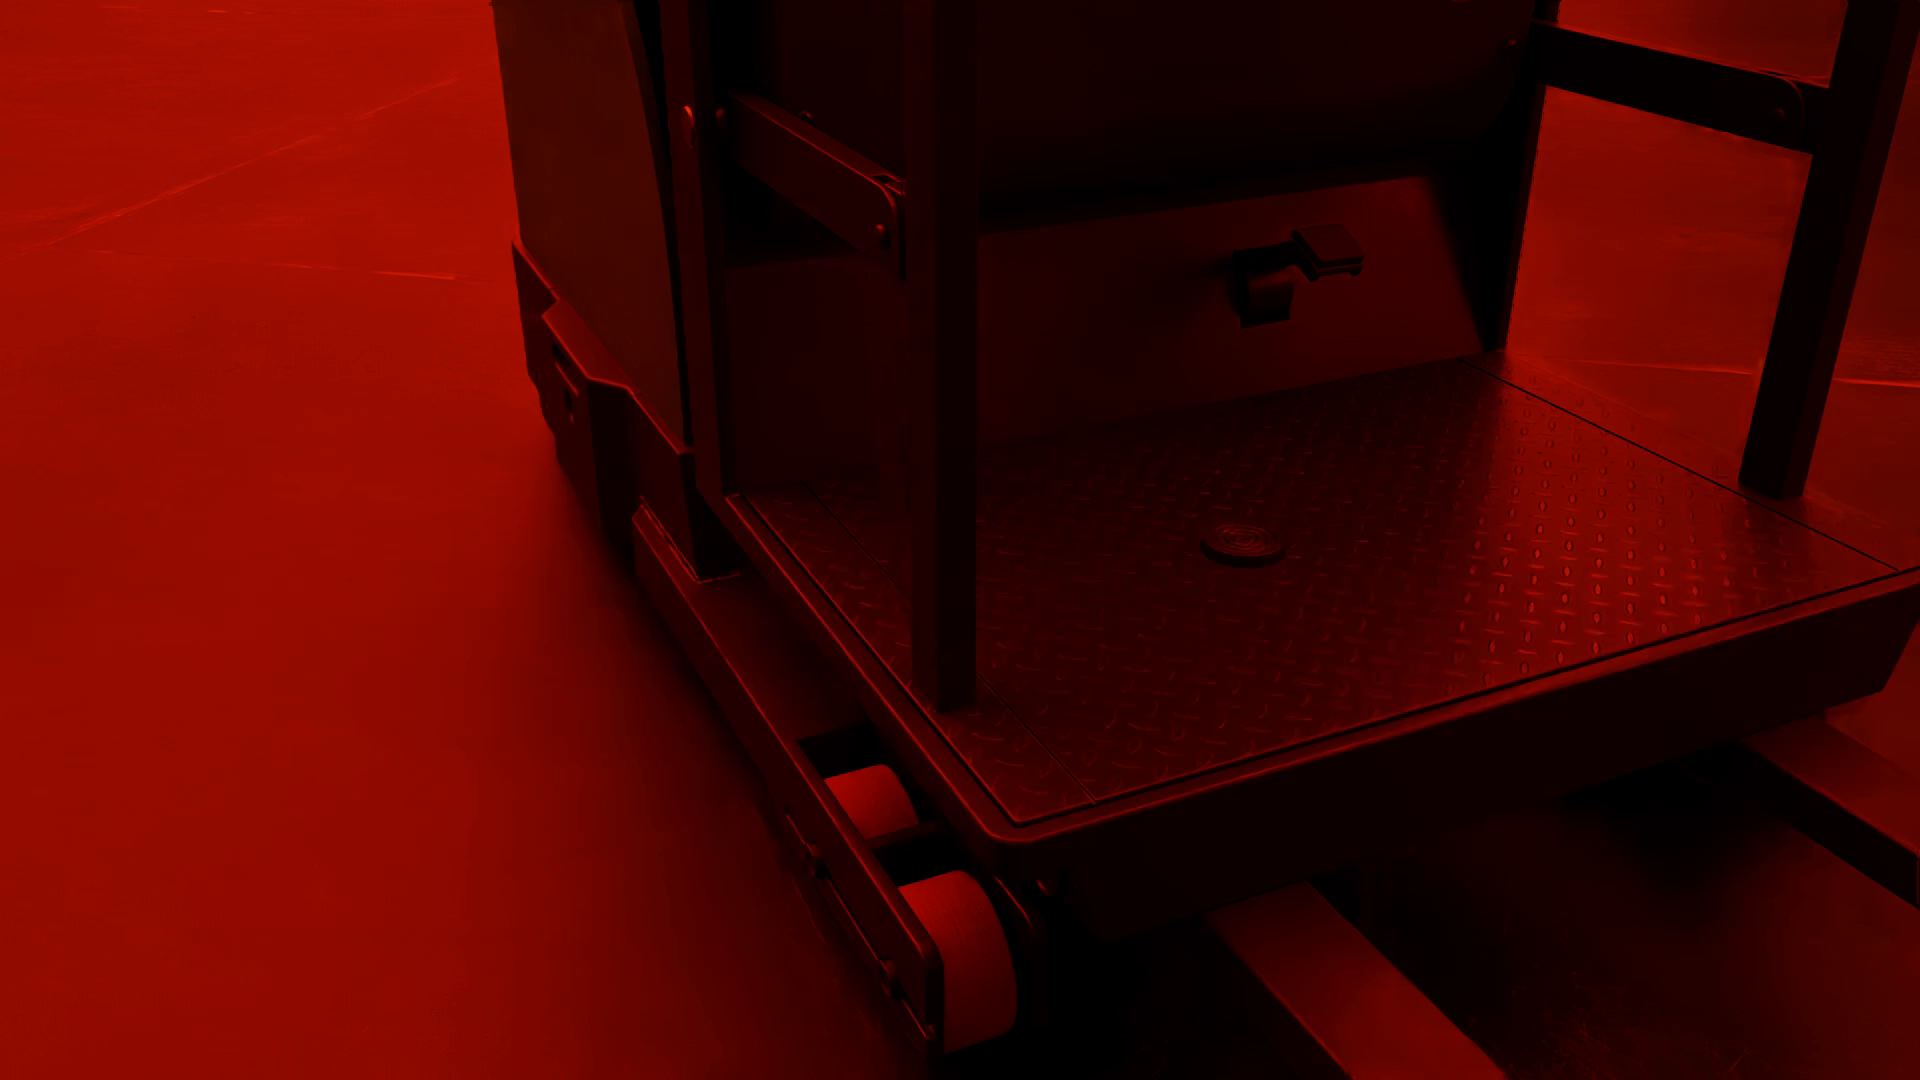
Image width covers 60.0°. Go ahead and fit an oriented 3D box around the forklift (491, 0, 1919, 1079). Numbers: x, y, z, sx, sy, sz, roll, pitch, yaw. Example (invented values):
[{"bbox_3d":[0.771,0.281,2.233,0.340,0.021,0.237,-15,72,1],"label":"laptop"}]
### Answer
[{"bbox_3d":[0.320,-1.055,1.338,1.130,2.935,3.031,-12,29,-22],"label":"forklift"}]
